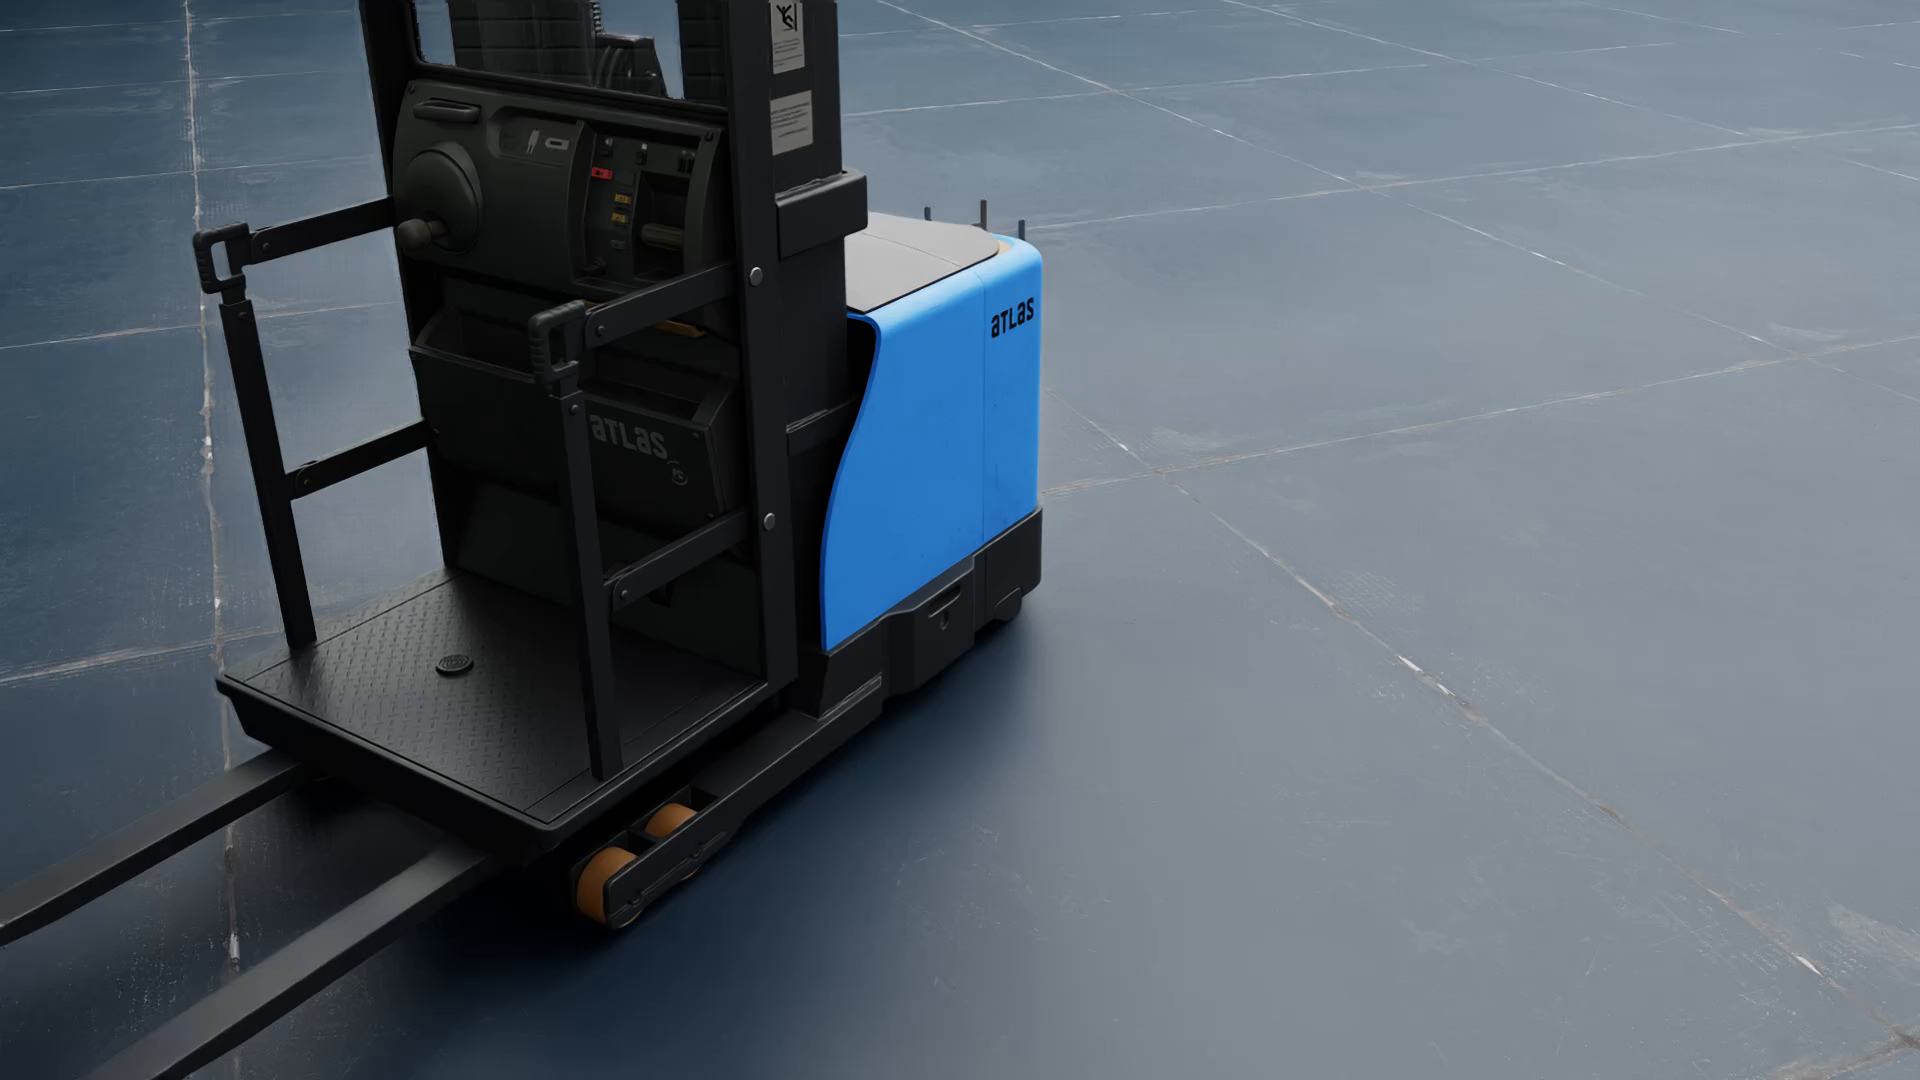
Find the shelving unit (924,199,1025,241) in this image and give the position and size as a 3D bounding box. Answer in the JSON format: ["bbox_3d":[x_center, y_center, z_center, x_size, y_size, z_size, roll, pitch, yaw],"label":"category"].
[{"bbox_3d":[0.040,-0.468,5.012,0.215,1.050,0.252,-12,28,-23],"label":"shelving unit"}]

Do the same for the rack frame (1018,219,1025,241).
[{"bbox_3d":[0.093,-0.420,4.913,0.200,1.050,0.008,-12,28,-23],"label":"rack frame"}]

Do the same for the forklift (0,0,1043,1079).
[{"bbox_3d":[-0.996,-0.727,3.399,1.130,2.935,3.031,16,30,30],"label":"forklift"}]

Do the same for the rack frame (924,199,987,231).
[{"bbox_3d":[-0.013,-0.516,5.111,0.200,1.050,0.008,-12,28,-23],"label":"rack frame"}]
